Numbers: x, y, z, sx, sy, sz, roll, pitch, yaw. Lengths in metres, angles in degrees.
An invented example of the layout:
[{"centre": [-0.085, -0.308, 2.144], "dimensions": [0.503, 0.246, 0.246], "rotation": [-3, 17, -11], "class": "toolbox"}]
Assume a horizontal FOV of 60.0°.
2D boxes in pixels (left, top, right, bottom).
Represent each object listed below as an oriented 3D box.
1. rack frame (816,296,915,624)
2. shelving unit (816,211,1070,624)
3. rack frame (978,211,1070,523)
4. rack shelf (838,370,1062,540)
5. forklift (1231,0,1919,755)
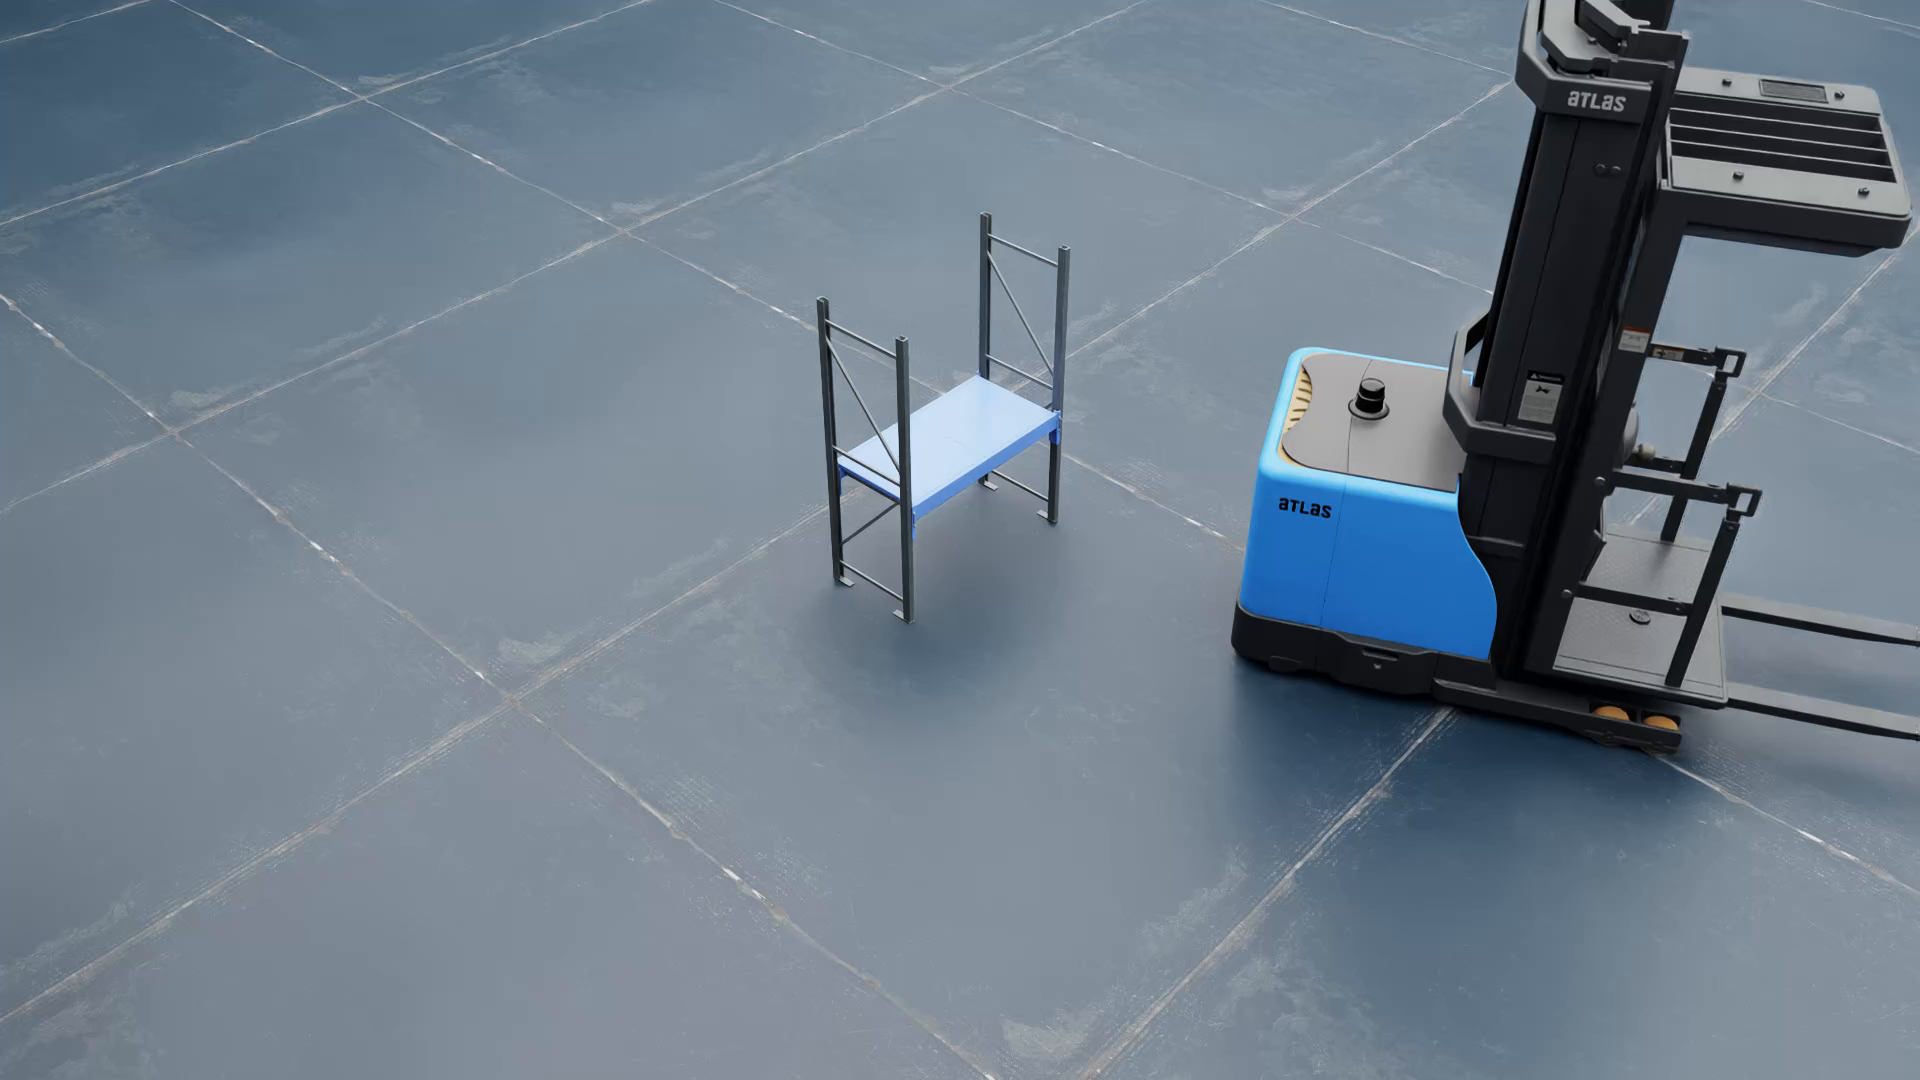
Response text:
[{"centre": [-0.400, -0.314, 7.224], "dimensions": [0.500, 1.500, 0.032], "rotation": [30, 47, 32], "class": "rack frame"}, {"centre": [-0.058, -0.548, 7.517], "dimensions": [0.538, 1.500, 1.048], "rotation": [30, 47, 32], "class": "shelving unit"}, {"centre": [0.285, -0.781, 7.811], "dimensions": [0.500, 1.500, 0.032], "rotation": [30, 47, 32], "class": "rack frame"}, {"centre": [-0.058, -0.407, 7.629], "dimensions": [0.538, 0.185, 1.000], "rotation": [30, 47, 32], "class": "rack shelf"}, {"centre": [2.773, -0.625, 6.464], "dimensions": [3.031, 2.935, 1.130], "rotation": [11, 40, 13], "class": "forklift"}]
